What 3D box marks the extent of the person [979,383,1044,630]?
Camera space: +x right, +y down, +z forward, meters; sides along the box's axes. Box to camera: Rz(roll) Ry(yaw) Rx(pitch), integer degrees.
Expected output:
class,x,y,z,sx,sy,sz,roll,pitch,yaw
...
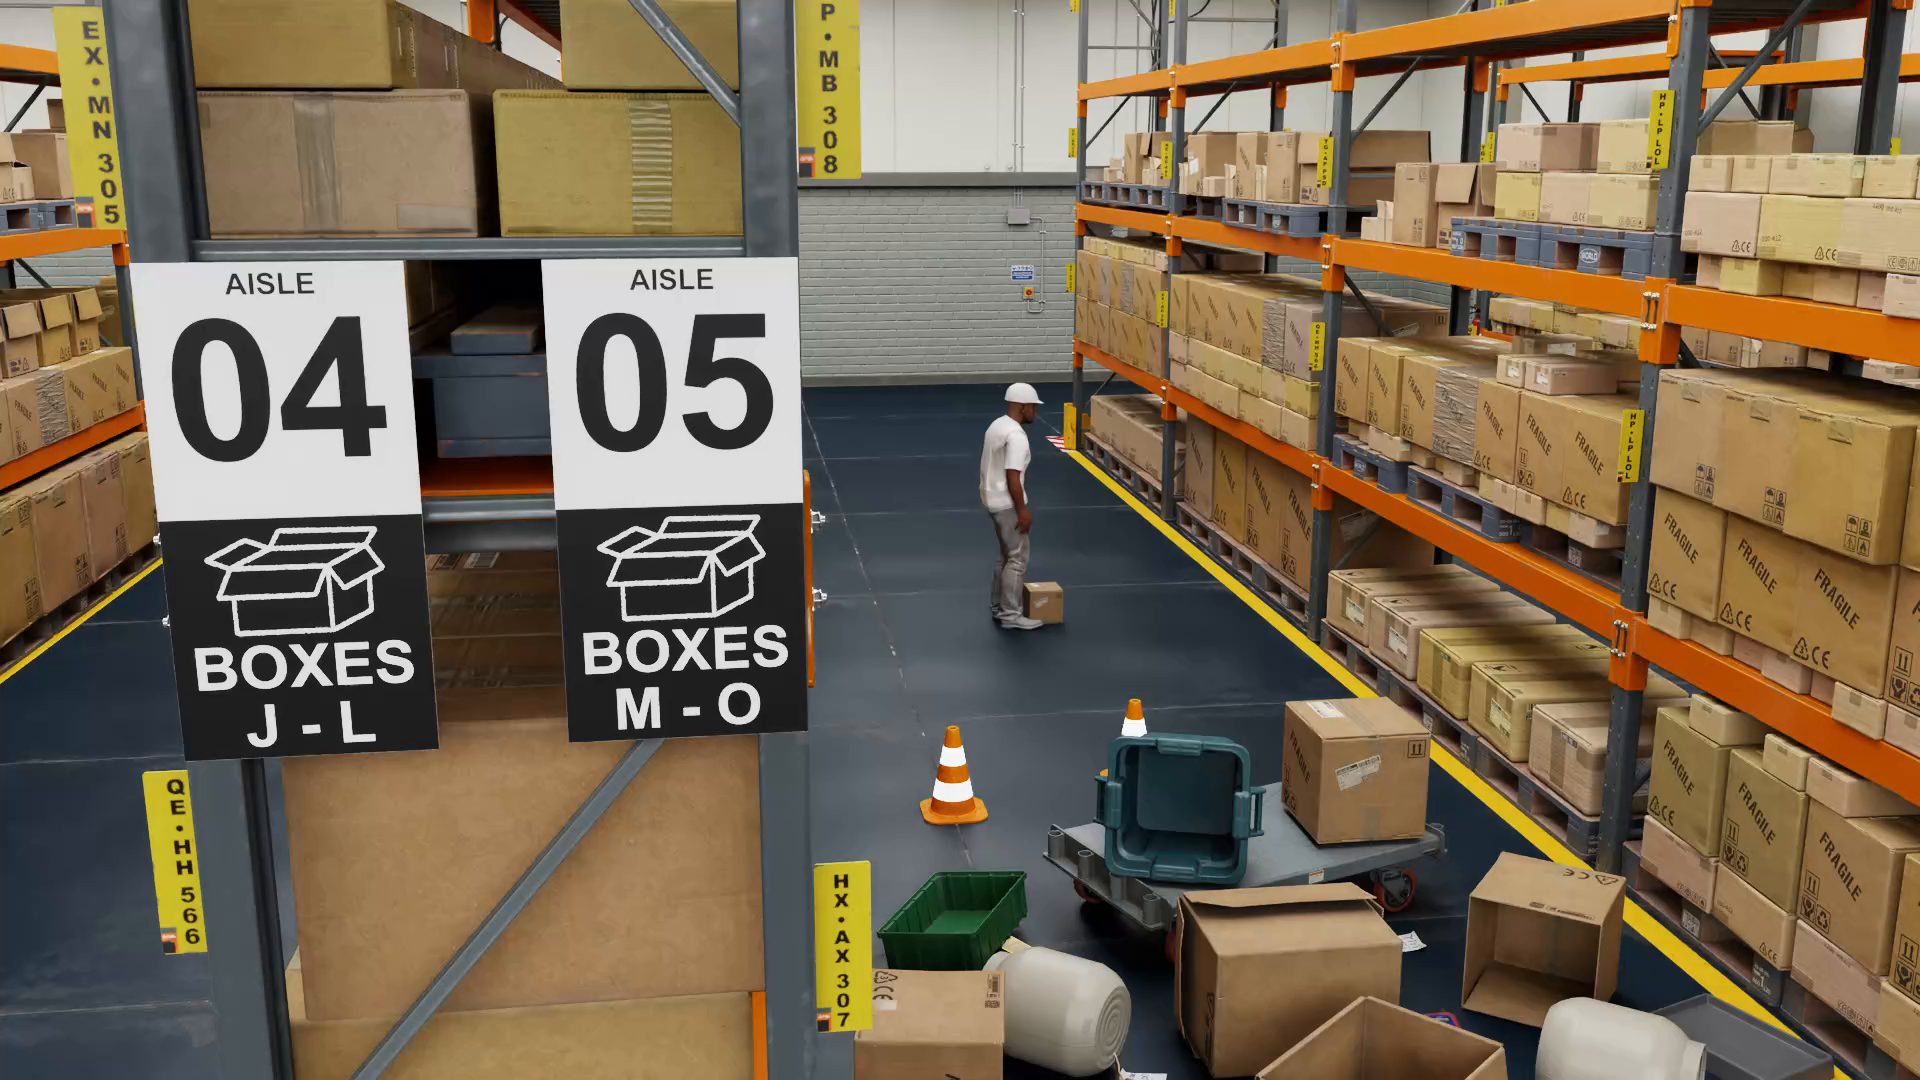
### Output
class,x,y,z,sx,sy,sz,roll,pitch,yaw
person,0.382,-0.259,12.060,0.461,1.759,0.619,-2,13,-11
